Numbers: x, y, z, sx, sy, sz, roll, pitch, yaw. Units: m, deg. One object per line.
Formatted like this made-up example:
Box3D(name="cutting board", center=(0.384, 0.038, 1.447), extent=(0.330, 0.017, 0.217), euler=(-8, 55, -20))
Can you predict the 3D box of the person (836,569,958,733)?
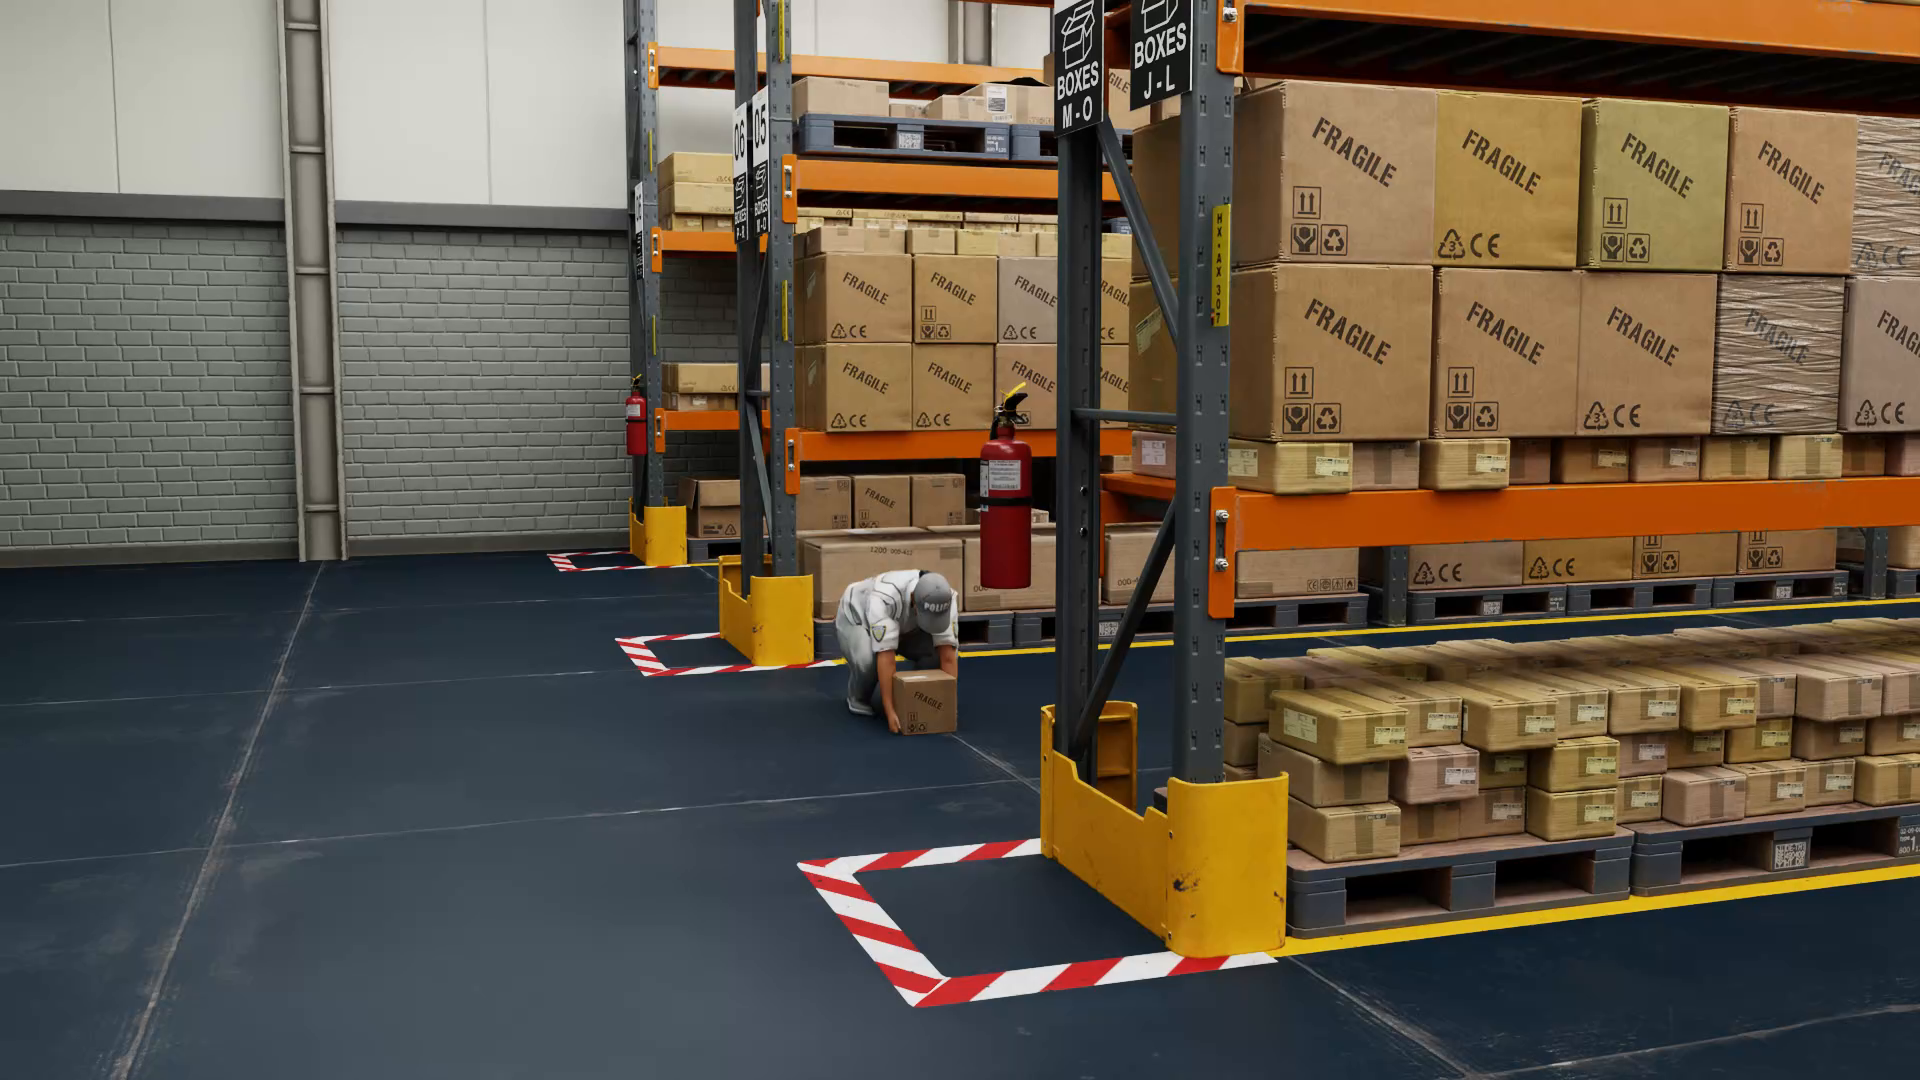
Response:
Box3D(name="person", center=(-0.284, 0.506, 7.968), extent=(0.522, 0.795, 0.910), euler=(-2, 6, -20))
